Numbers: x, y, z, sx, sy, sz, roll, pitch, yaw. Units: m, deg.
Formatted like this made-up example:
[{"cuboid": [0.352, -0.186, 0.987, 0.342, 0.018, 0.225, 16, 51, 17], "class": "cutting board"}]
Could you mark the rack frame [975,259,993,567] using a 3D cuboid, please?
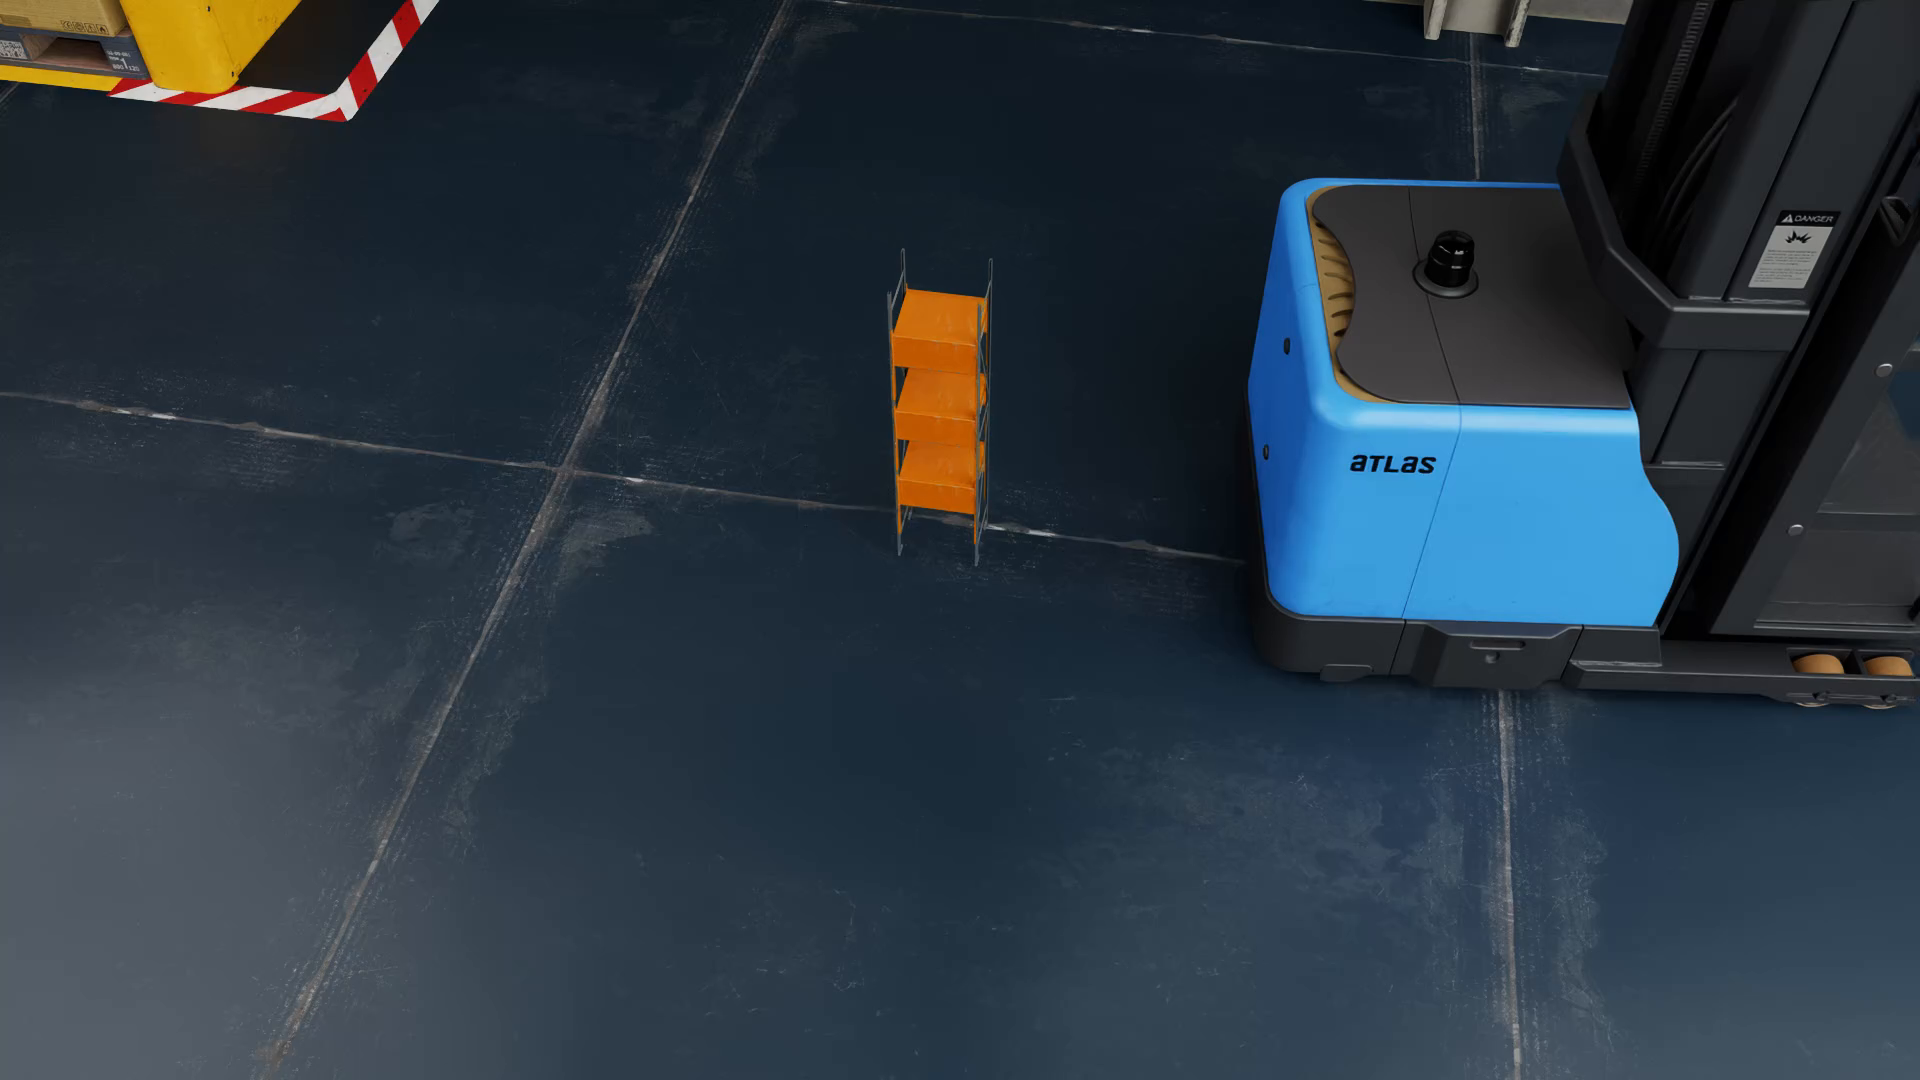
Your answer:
[{"cuboid": [0.067, -0.342, 4.851, 0.008, 1.050, 0.200, 8, 49, 7], "class": "rack frame"}]

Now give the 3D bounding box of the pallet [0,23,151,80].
[{"cuboid": [-3.905, -2.442, 7.302, 1.213, 0.211, 1.003, 8, 49, 7], "class": "pallet"}]

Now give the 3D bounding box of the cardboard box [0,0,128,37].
[{"cuboid": [-3.664, -2.356, 6.916, 0.500, 0.250, 0.500, 8, 49, 7], "class": "cardboard box"}]

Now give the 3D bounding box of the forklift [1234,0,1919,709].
[{"cuboid": [2.395, -0.898, 4.086, 3.031, 2.935, 1.130, 2, 48, 2], "class": "forklift"}]

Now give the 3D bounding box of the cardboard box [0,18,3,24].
[{"cuboid": [-4.152, -2.428, 6.982, 0.500, 0.250, 0.500, 8, 49, 7], "class": "cardboard box"}]

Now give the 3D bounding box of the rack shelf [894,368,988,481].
[{"cuboid": [-0.053, -0.351, 4.874, 0.240, 0.259, 0.215, 8, 49, 7], "class": "rack shelf"}]

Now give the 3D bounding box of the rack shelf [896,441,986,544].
[{"cuboid": [-0.053, -0.165, 5.080, 0.240, 0.259, 0.215, 8, 49, 7], "class": "rack shelf"}]

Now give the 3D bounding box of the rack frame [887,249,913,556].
[{"cuboid": [-0.173, -0.374, 4.880, 0.008, 1.050, 0.200, 8, 49, 7], "class": "rack frame"}]

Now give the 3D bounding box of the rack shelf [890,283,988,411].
[{"cuboid": [-0.053, -0.541, 4.663, 0.240, 0.259, 0.215, 8, 49, 7], "class": "rack shelf"}]

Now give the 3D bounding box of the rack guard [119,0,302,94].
[{"cuboid": [-3.122, -2.465, 7.129, 0.348, 0.500, 1.175, 8, 49, 7], "class": "rack guard"}]

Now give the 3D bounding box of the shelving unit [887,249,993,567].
[{"cuboid": [-0.053, -0.358, 4.866, 0.252, 1.050, 0.215, 8, 49, 7], "class": "shelving unit"}]
